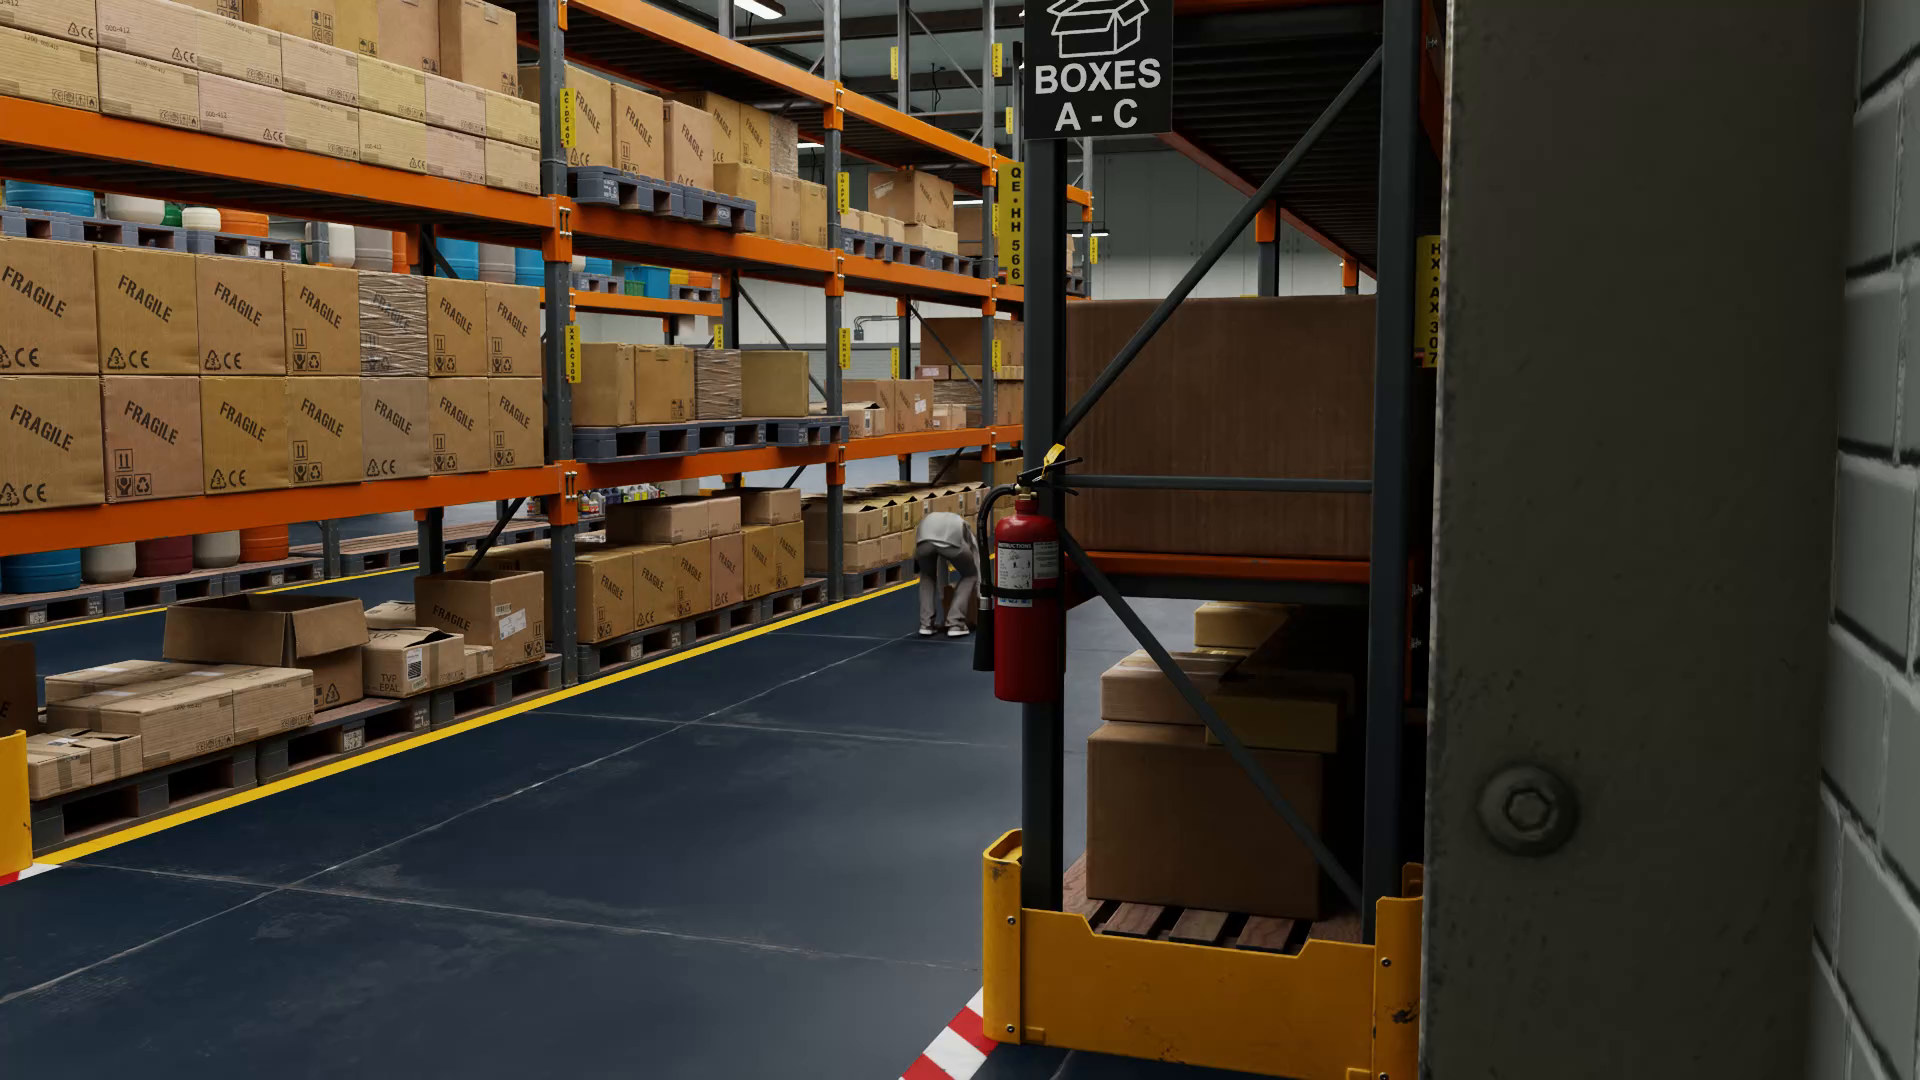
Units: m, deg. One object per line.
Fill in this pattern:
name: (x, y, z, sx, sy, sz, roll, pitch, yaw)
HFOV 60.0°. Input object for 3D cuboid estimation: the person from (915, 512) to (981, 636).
person: (-0.073, 0.223, 11.811, 0.425, 0.873, 0.853, 2, 6, 16)
